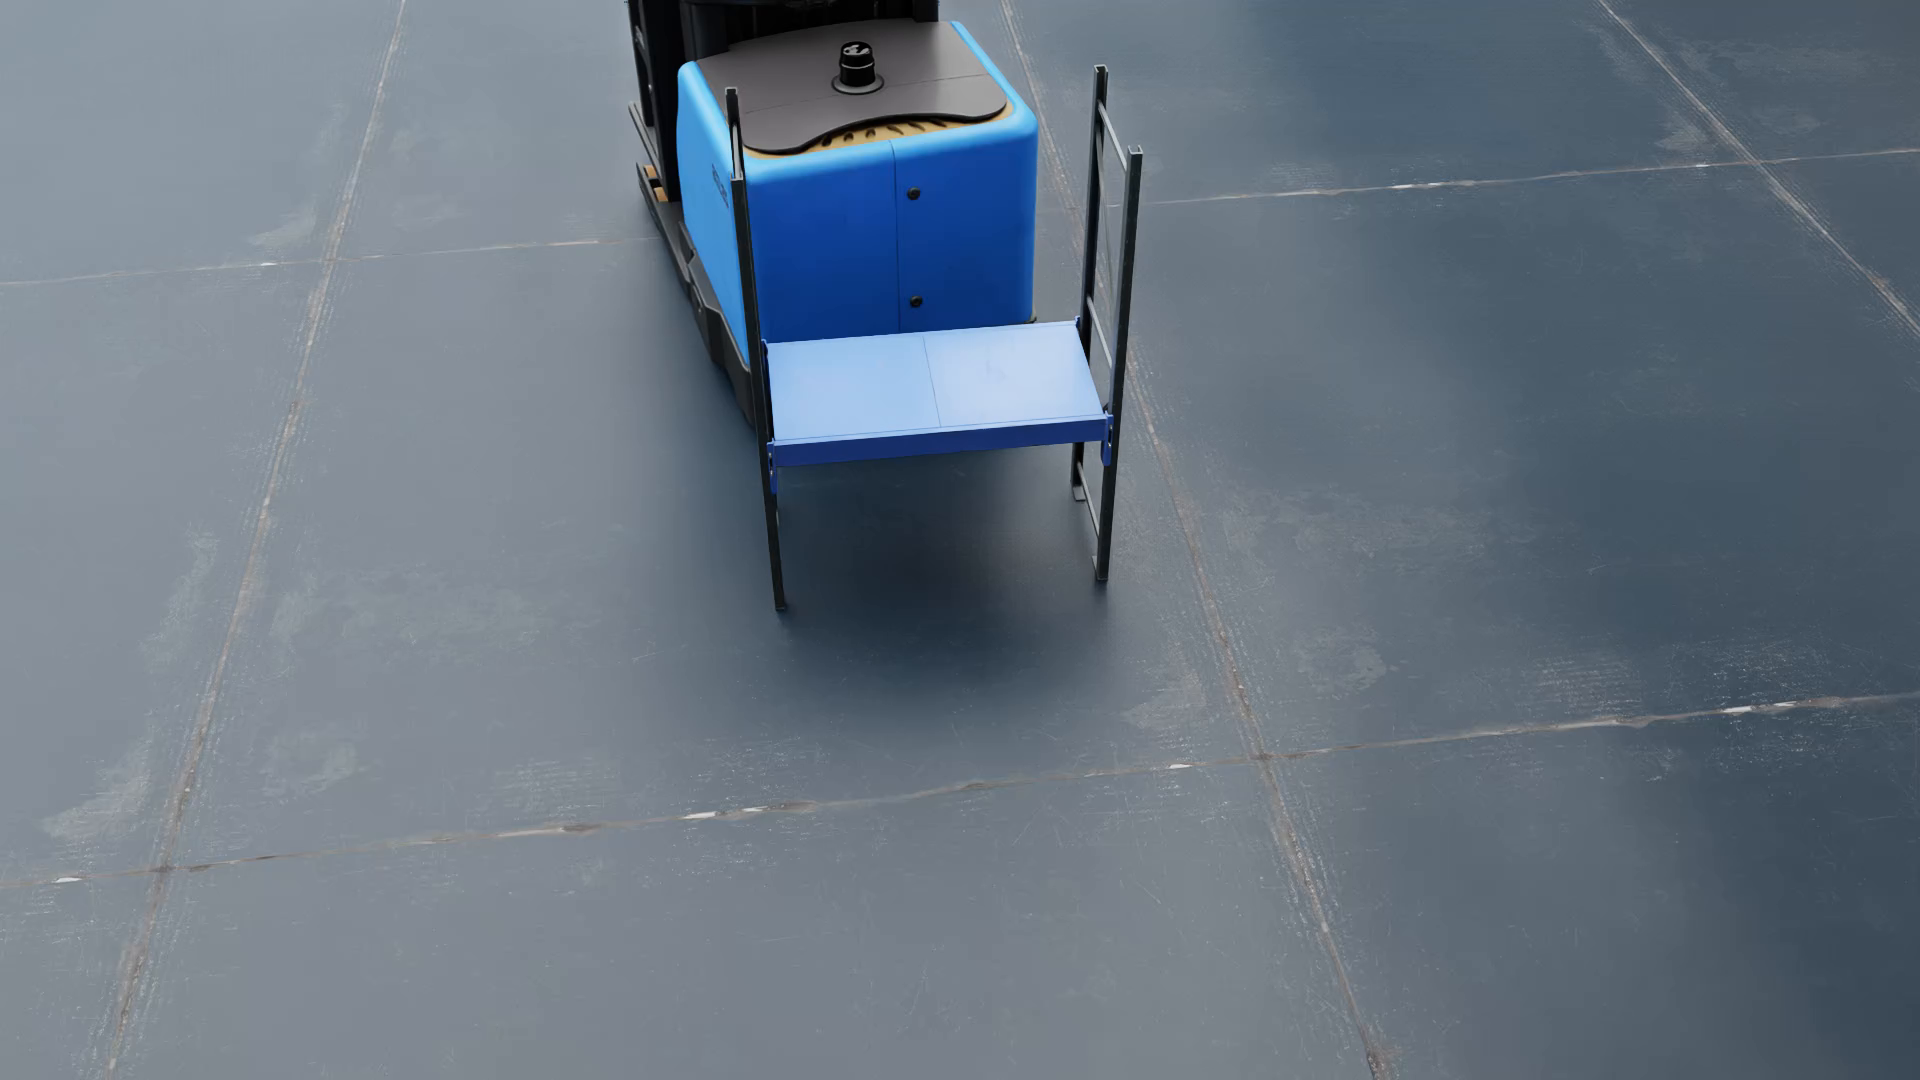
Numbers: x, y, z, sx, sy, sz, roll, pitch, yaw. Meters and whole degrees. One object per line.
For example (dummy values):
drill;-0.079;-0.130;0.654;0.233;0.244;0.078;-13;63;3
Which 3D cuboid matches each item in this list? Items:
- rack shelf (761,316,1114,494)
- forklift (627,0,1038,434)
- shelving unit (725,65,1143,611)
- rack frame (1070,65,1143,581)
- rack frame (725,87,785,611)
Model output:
rack shelf;-0.085;-0.416;4.997;1.000;0.185;0.538;-5;42;-6
forklift;-0.701;-2.448;5.913;1.130;2.935;3.031;-13;44;-14
shelving unit;-0.085;-0.550;4.877;1.048;1.500;0.538;-5;42;-6
rack frame;0.419;-0.594;4.926;0.032;1.500;0.500;-5;42;-6
rack frame;-0.589;-0.505;4.828;0.032;1.500;0.500;-5;42;-6
